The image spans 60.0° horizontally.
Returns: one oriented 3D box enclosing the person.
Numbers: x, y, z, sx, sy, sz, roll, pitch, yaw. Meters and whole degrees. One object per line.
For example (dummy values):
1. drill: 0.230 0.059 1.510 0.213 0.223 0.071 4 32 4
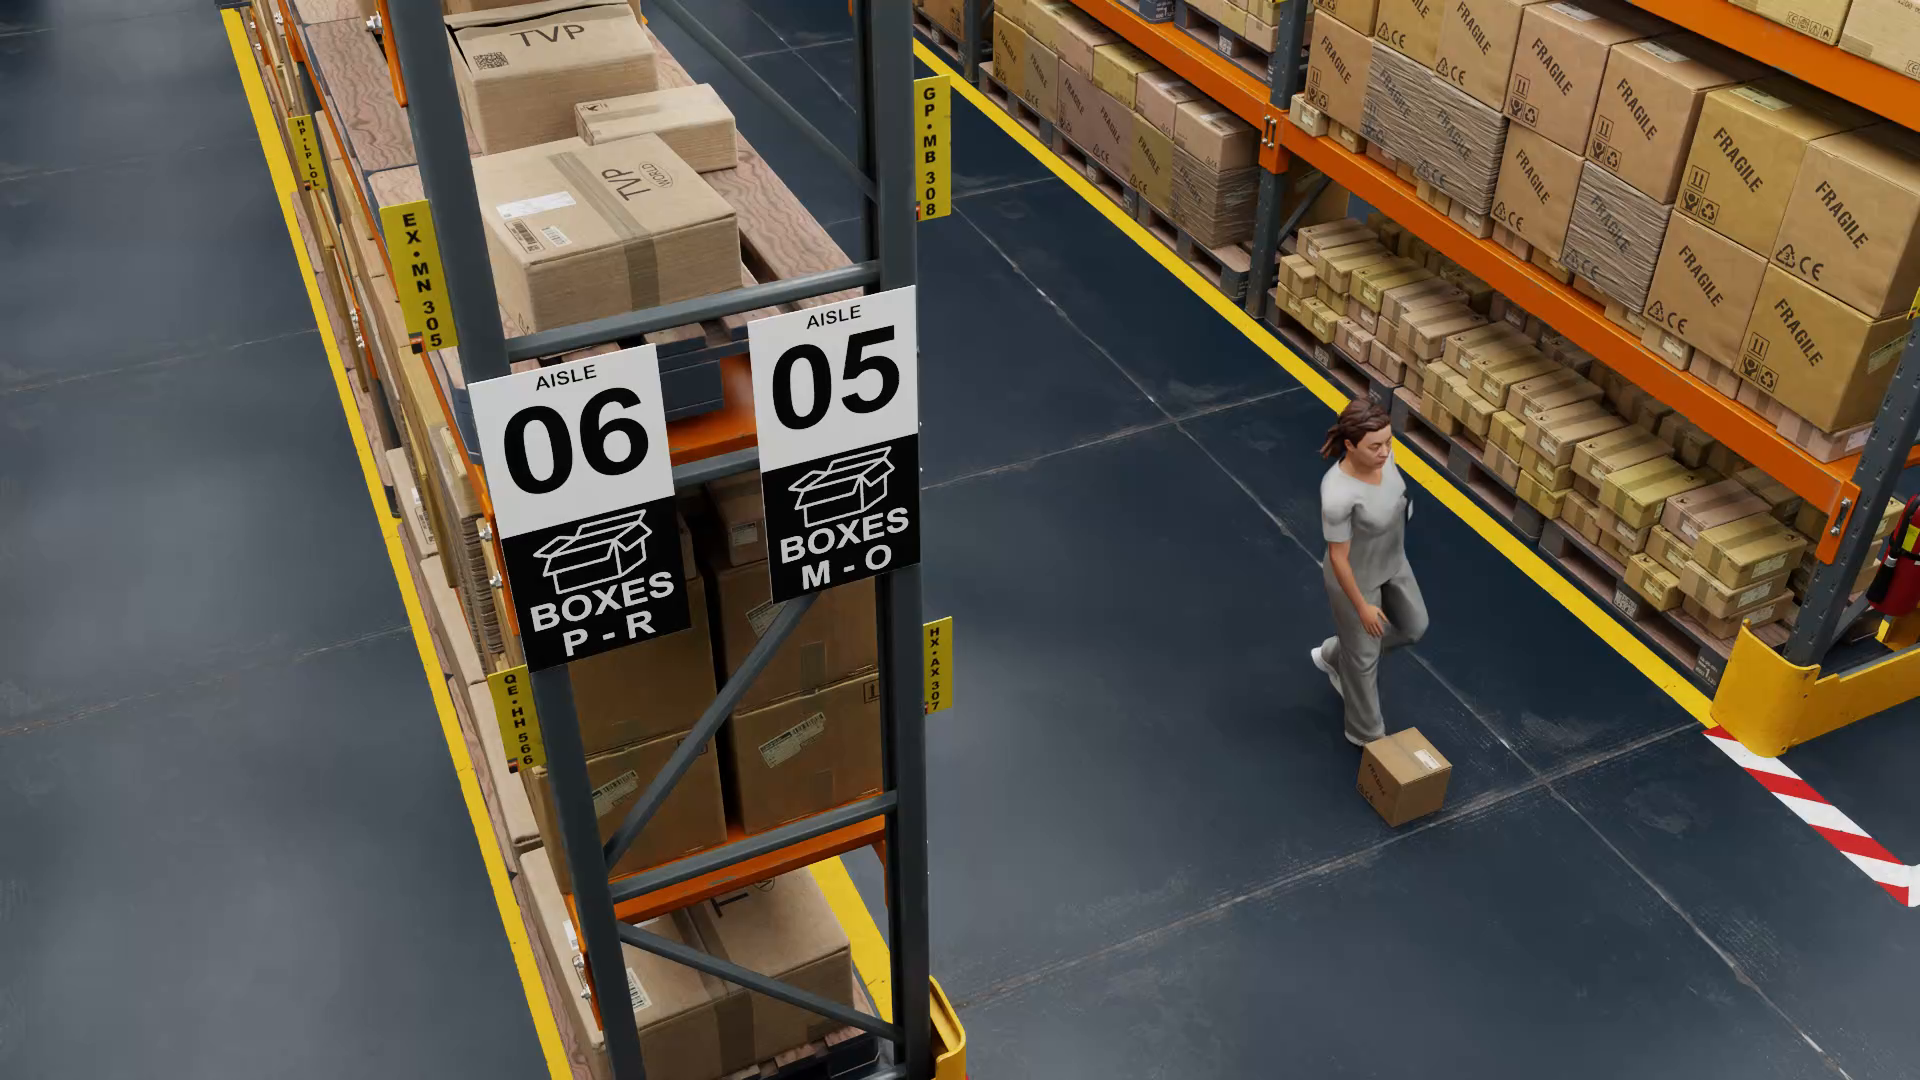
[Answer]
1. person: 1.656 0.172 6.616 0.536 1.665 0.592 -30 46 -33
